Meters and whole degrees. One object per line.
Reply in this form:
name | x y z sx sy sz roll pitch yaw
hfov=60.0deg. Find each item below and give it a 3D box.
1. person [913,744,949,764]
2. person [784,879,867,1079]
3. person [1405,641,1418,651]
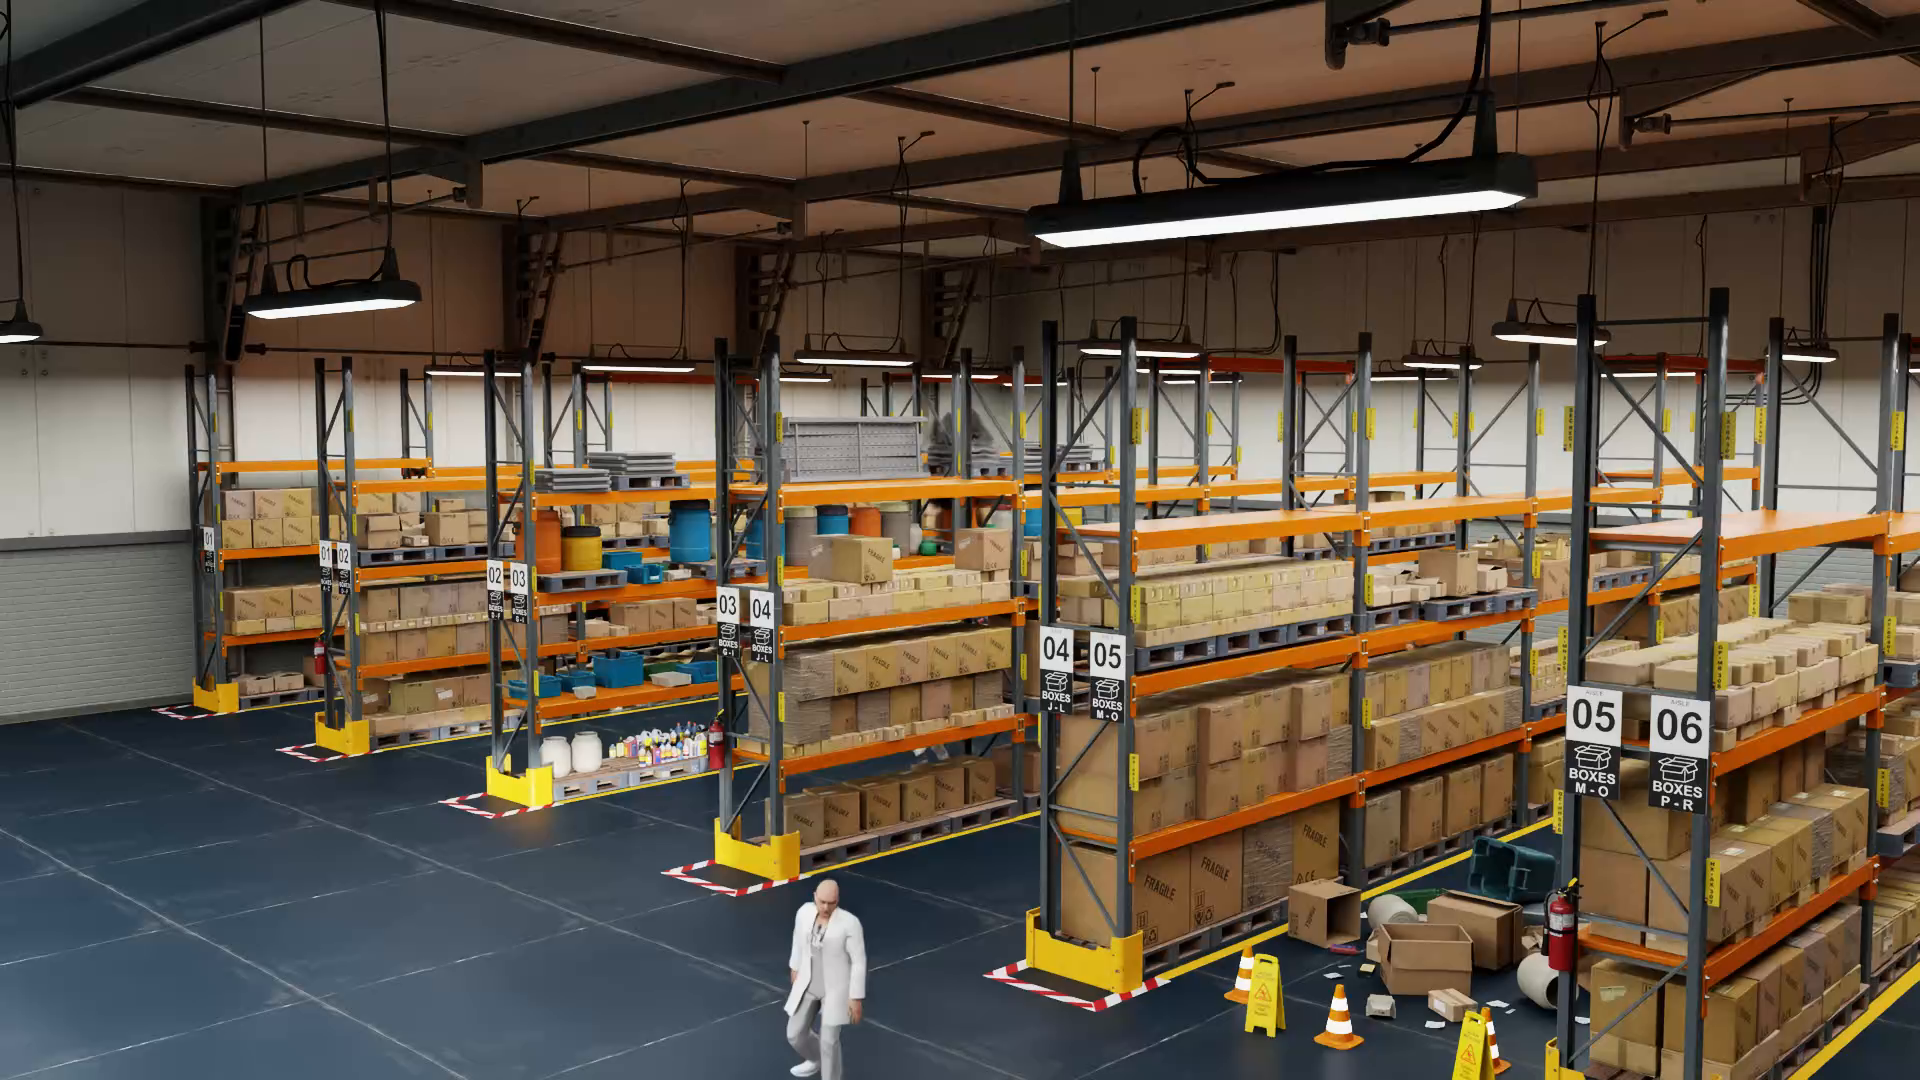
person | -0.431 2.509 23.327 0.722 1.677 0.807 -1 4 -11
person | -0.984 3.343 12.470 0.735 1.735 0.595 2 5 19
person | 6.960 2.370 25.706 0.570 1.646 0.621 4 6 39
